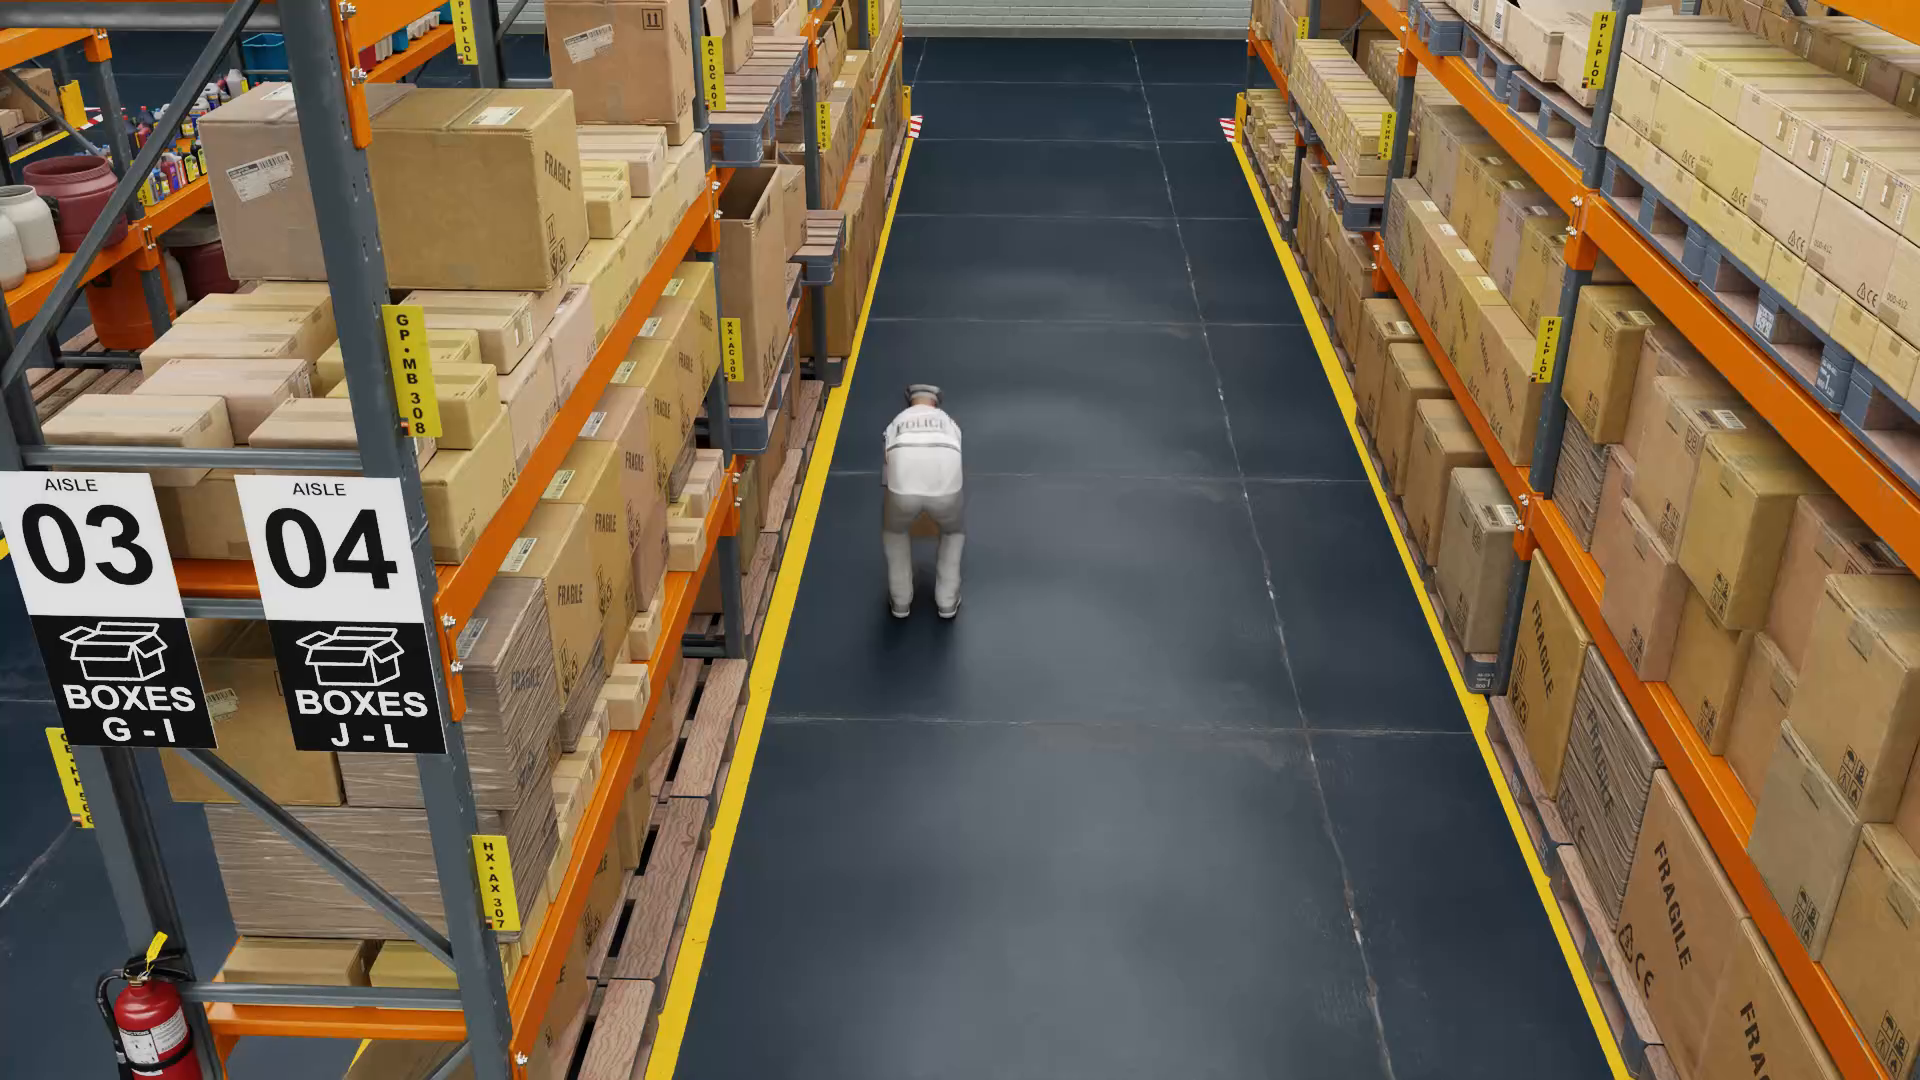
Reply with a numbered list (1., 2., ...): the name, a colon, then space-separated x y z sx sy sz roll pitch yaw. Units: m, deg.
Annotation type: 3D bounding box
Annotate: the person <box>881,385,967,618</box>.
1. person: -0.206 -0.226 9.691 0.493 1.152 1.043 0 28 0
